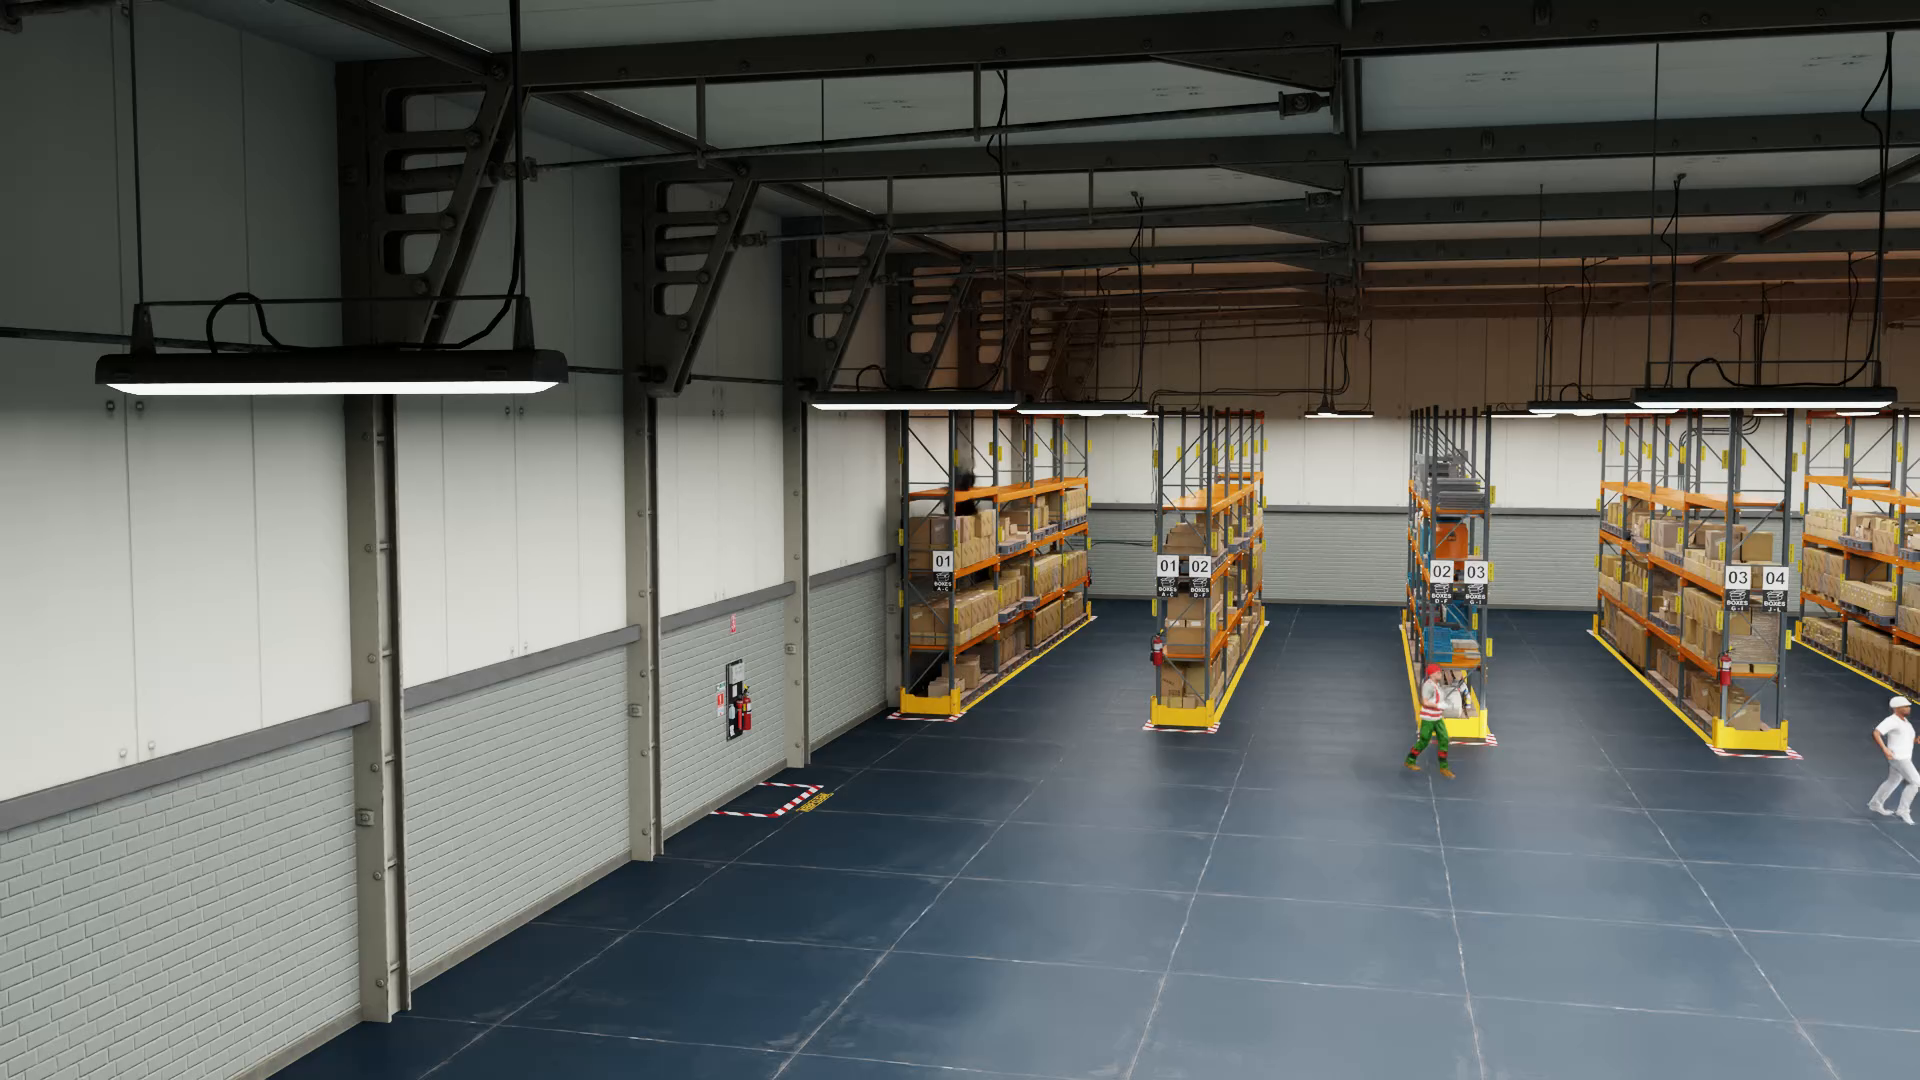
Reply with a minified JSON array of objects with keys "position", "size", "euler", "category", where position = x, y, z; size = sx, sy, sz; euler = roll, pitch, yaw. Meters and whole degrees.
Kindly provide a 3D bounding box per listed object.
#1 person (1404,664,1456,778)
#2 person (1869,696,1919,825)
[{"position":[7.561,2.911,26.770],"size":[0.823,1.838,0.639],"euler":[3,5,40],"category":"person"},{"position":[13.415,3.141,23.742],"size":[0.751,1.823,0.669],"euler":[3,5,36],"category":"person"}]
